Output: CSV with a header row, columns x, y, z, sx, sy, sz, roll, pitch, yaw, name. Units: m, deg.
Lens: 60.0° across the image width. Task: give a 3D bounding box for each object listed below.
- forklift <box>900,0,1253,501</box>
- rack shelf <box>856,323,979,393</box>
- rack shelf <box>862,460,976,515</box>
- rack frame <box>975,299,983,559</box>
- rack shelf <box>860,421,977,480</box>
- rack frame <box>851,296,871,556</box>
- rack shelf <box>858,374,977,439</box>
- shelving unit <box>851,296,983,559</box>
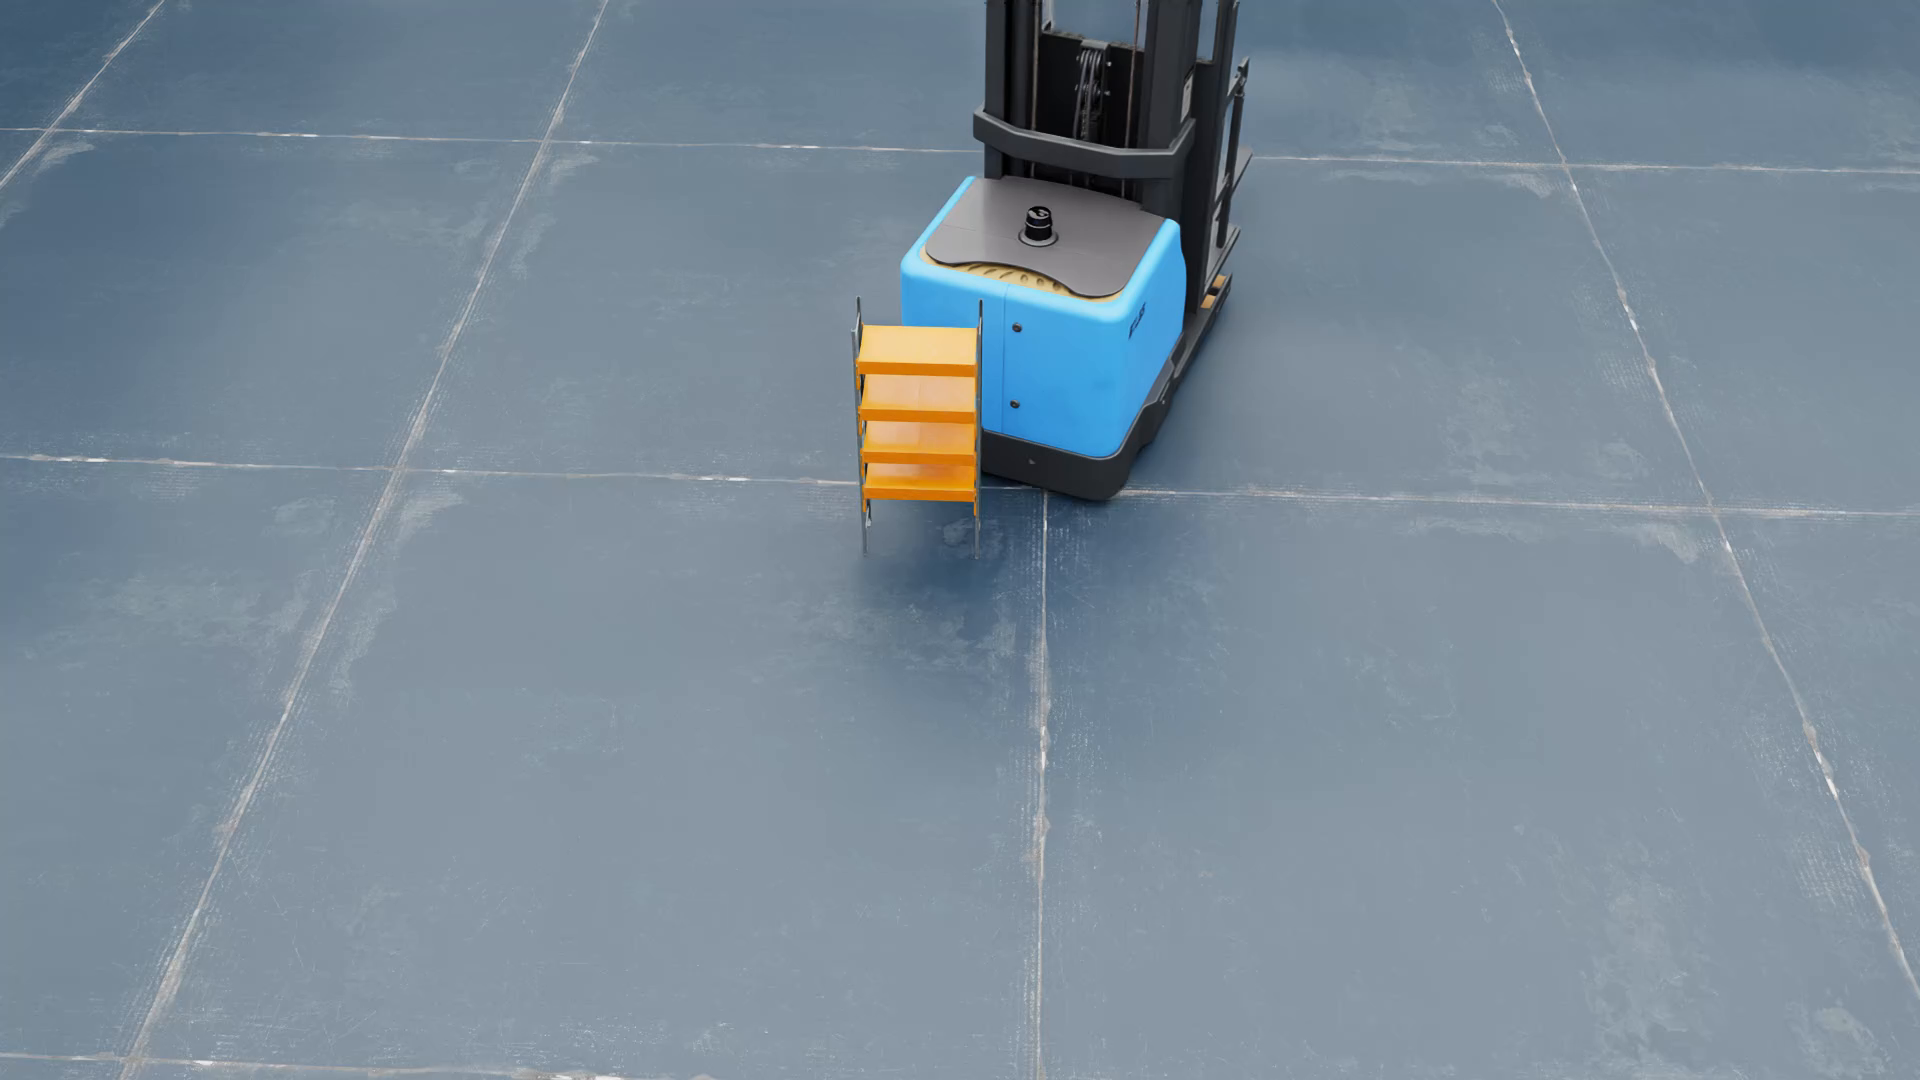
x,y,z,sx,sy,sz,roll,pitch,yaw,name
0.762,-2.263,7.614,1.130,2.935,3.031,16,45,16,forklift
-0.165,-0.732,6.664,0.480,0.148,0.258,2,43,2,rack shelf
-0.165,-0.250,7.113,0.480,0.148,0.258,2,43,2,rack shelf
0.078,-0.437,6.924,0.015,1.200,0.240,2,43,2,rack frame
-0.165,-0.395,6.978,0.480,0.148,0.258,2,43,2,rack shelf
-0.409,-0.452,6.940,0.015,1.200,0.240,2,43,2,rack frame
-0.165,-0.559,6.825,0.480,0.148,0.258,2,43,2,rack shelf
-0.165,-0.444,6.932,0.503,1.200,0.258,2,43,2,shelving unit
